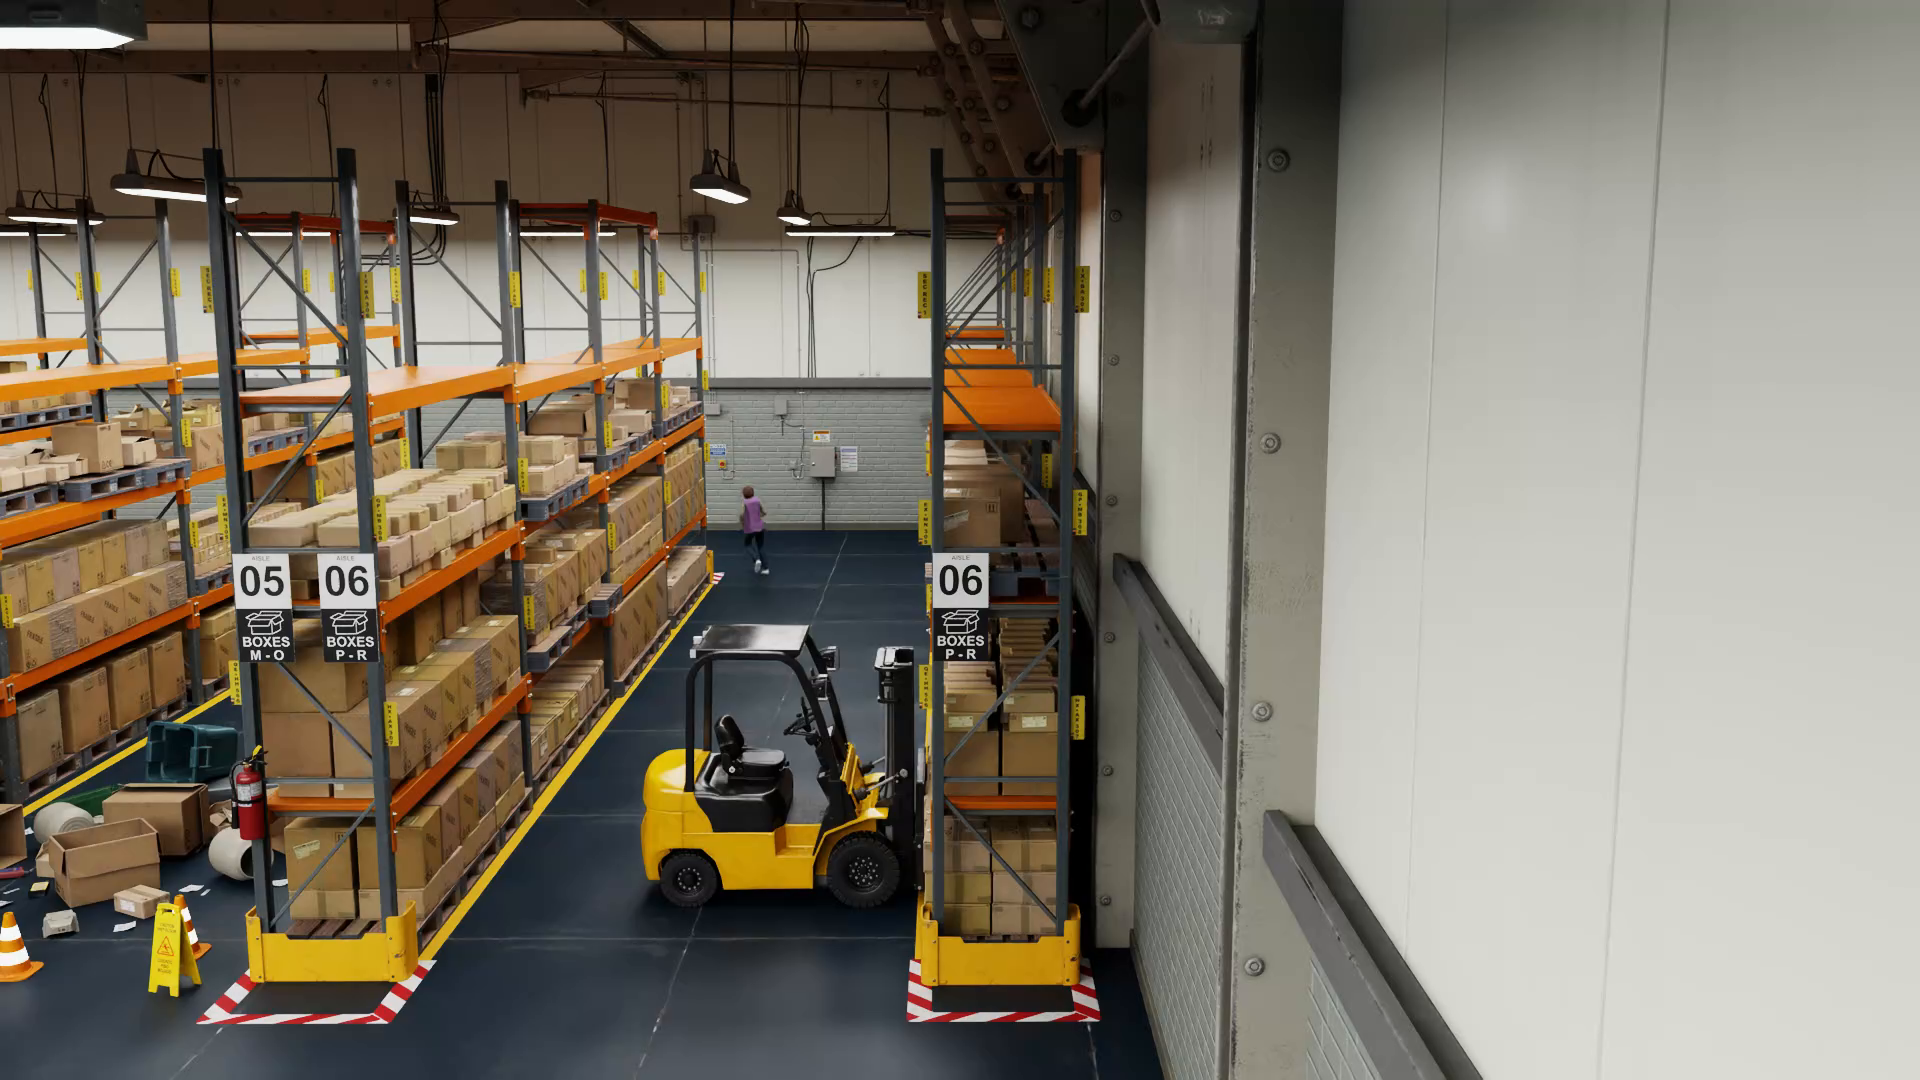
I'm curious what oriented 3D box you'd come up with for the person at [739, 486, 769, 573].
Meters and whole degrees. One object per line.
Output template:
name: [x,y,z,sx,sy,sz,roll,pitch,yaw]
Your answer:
person: [-3.616,-0.180,28.717,0.543,1.535,0.543,-4,10,-26]
